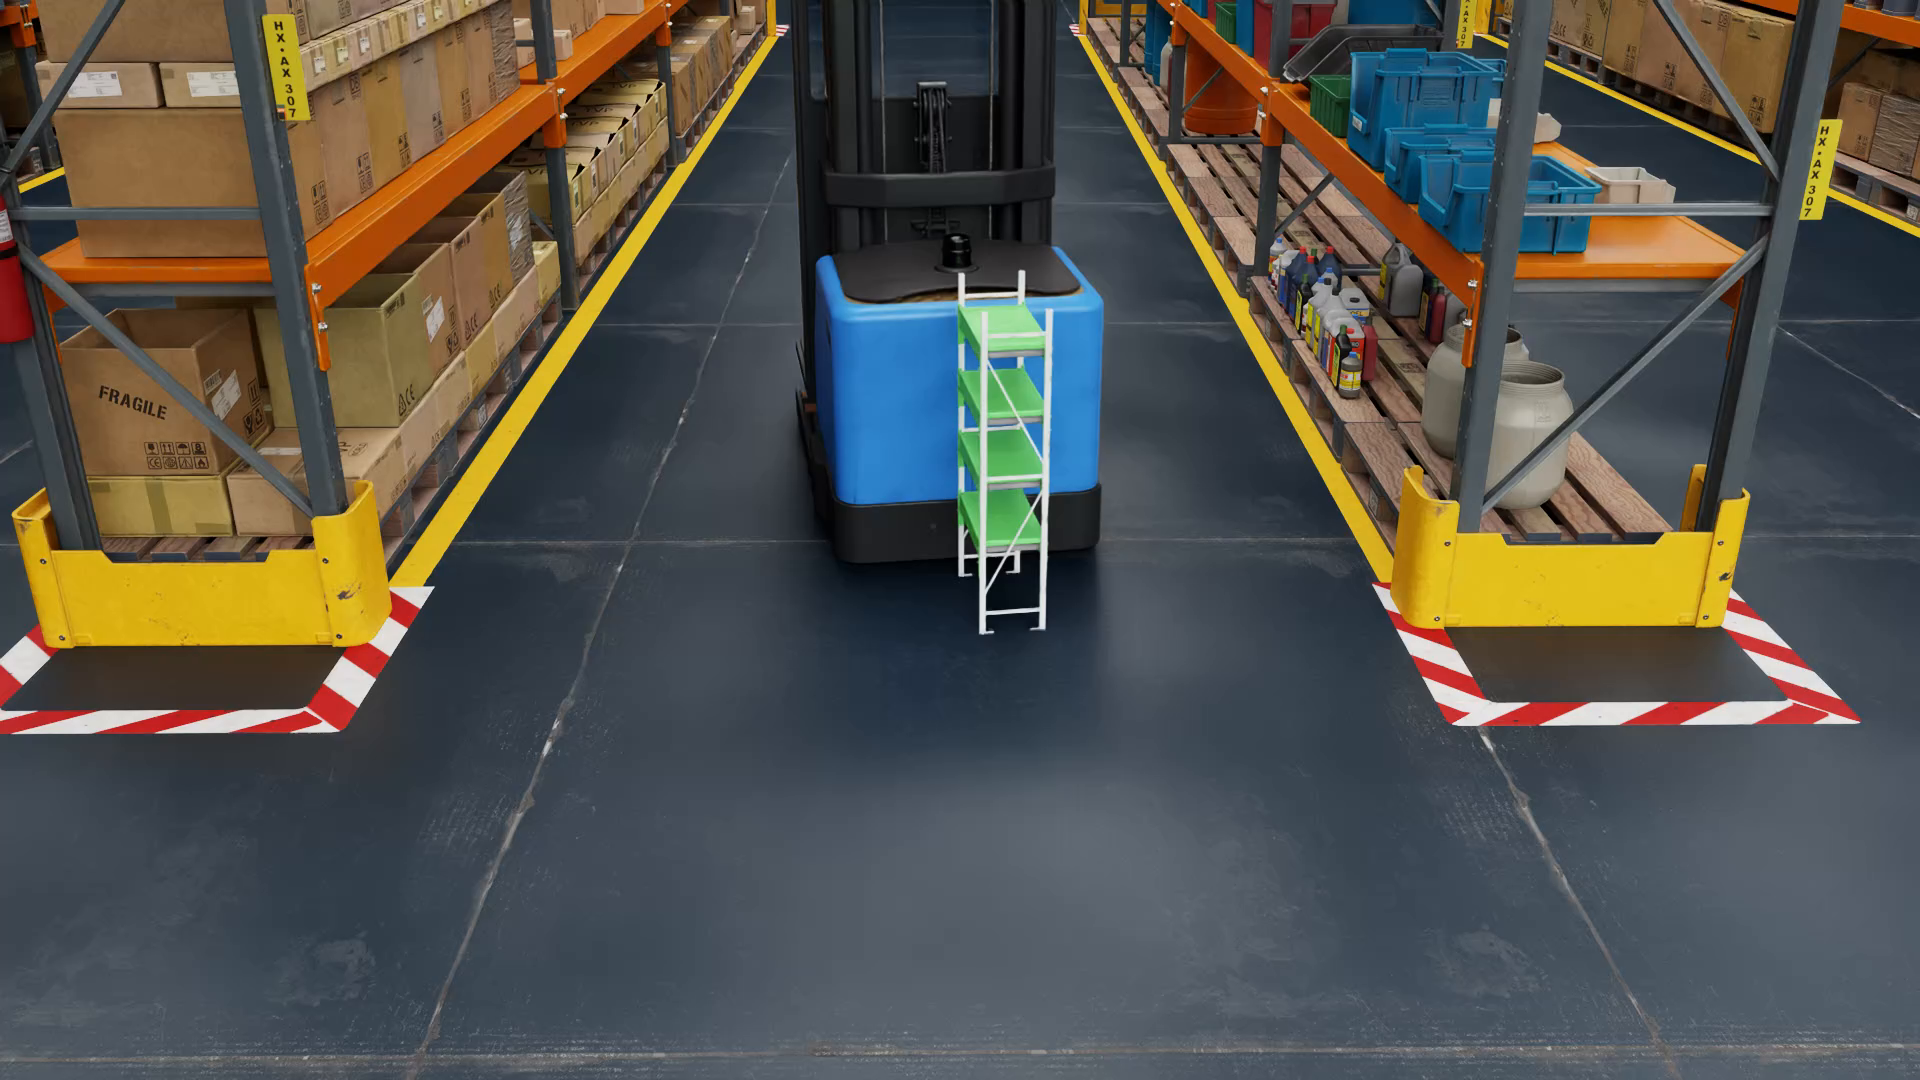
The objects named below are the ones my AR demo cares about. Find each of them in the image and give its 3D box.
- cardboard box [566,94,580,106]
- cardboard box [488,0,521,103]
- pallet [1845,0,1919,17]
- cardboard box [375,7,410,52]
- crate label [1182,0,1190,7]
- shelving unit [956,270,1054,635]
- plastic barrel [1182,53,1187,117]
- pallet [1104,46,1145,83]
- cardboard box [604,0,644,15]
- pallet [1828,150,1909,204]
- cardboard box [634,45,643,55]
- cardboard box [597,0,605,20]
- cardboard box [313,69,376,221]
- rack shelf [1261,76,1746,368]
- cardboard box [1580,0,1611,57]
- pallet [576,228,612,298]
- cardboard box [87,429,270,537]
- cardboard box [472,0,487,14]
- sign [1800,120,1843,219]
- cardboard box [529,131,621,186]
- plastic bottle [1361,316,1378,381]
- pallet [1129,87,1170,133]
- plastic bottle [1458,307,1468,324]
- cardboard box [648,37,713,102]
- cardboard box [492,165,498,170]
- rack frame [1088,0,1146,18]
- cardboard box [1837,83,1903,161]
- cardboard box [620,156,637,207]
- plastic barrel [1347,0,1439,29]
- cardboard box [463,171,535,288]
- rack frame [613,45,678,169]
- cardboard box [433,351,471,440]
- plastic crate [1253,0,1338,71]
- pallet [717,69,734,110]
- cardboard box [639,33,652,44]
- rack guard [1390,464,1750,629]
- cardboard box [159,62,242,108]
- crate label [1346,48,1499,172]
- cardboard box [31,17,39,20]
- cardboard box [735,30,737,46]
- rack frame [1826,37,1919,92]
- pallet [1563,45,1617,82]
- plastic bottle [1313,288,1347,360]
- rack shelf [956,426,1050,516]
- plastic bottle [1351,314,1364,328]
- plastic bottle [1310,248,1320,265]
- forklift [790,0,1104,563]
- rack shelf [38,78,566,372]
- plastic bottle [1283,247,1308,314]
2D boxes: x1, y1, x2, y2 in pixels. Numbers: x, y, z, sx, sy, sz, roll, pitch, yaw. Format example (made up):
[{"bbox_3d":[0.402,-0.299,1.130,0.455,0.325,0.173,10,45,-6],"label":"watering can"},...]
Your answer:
[{"bbox_3d":[-3.052,-3.124,12.163,0.500,0.311,0.500,-1,24,-2],"label":"cardboard box"},{"bbox_3d":[-2.724,-2.578,8.688,0.700,0.500,0.500,-1,24,-2],"label":"cardboard box"},{"bbox_3d":[7.242,-4.025,12.243,1.213,0.211,1.003,0,24,-1],"label":"pallet"},{"bbox_3d":[-2.496,-2.101,6.847,0.380,0.149,0.250,-1,24,-1],"label":"cardboard box"},{"bbox_3d":[1.804,-4.132,12.450,0.303,0.233,0.416,0,24,-1],"label":"crate label"},{"bbox_3d":[0.151,-0.314,5.987,0.258,1.200,0.503,-4,25,-8],"label":"shelving unit"},{"bbox_3d":[2.057,-3.875,14.188,0.421,0.512,0.421,0,24,0],"label":"plastic barrel"},{"bbox_3d":[2.084,-5.064,17.691,1.003,0.211,1.213,0,24,-1],"label":"pallet"},{"bbox_3d":[-2.492,-3.879,11.992,0.380,0.149,0.250,0,24,-1],"label":"cardboard box"},{"bbox_3d":[7.134,-2.814,12.715,1.003,0.211,1.213,0,24,-1],"label":"pallet"},{"bbox_3d":[-3.029,-4.022,14.503,0.500,0.500,0.500,-1,24,-2],"label":"cardboard box"},{"bbox_3d":[-2.708,-3.723,11.647,0.380,0.149,0.250,2,24,3],"label":"cardboard box"},{"bbox_3d":[-2.694,-1.521,6.351,0.700,0.500,0.500,0,24,1],"label":"cardboard box"},{"bbox_3d":[2.240,-1.584,7.484,1.077,0.370,4.000,0,24,-1],"label":"rack shelf"},{"bbox_3d":[7.156,-5.550,17.450,0.875,0.875,0.875,0,24,-1],"label":"cardboard box"},{"bbox_3d":[-2.782,-1.748,10.358,1.003,0.211,1.213,0,24,-1],"label":"pallet"},{"bbox_3d":[-2.993,-0.225,6.434,0.500,0.250,0.500,0,24,-1],"label":"cardboard box"},{"bbox_3d":[-2.508,-2.627,8.010,0.380,0.149,0.250,0,24,-1],"label":"cardboard box"},{"bbox_3d":[2.812,-1.214,5.459,0.100,0.325,0.005,0,24,-1],"label":"sign"},{"bbox_3d":[-2.497,-2.500,10.784,0.500,0.311,0.500,-1,24,-2],"label":"cardboard box"},{"bbox_3d":[1.935,-0.910,7.884,0.061,0.283,0.133,0,24,-1],"label":"plastic bottle"},{"bbox_3d":[2.114,-3.939,15.204,1.003,0.211,1.213,0,24,-1],"label":"pallet"},{"bbox_3d":[2.546,-1.069,8.336,0.097,0.201,0.097,0,24,0],"label":"plastic bottle"},{"bbox_3d":[-2.520,-4.251,15.008,0.500,0.500,0.500,-1,24,-2],"label":"cardboard box"},{"bbox_3d":[-3.026,-2.074,9.843,0.500,0.311,0.500,0,24,-1],"label":"cardboard box"},{"bbox_3d":[2.087,-7.680,20.092,1.000,3.000,0.127,0,24,-1],"label":"rack frame"},{"bbox_3d":[7.155,-3.192,12.666,0.700,0.500,0.500,-2,24,-3],"label":"cardboard box"},{"bbox_3d":[-2.509,-2.454,11.364,0.500,0.250,0.500,0,24,0],"label":"cardboard box"},{"bbox_3d":[2.517,-3.125,9.410,0.600,0.901,0.708,0,24,-1],"label":"plastic barrel"},{"bbox_3d":[-2.518,-1.599,8.562,0.500,0.500,0.500,0,24,-1],"label":"cardboard box"},{"bbox_3d":[-2.779,-4.363,12.757,1.000,3.000,0.127,0,24,-1],"label":"rack frame"},{"bbox_3d":[-2.489,-0.639,7.350,0.500,0.250,0.500,0,24,-1],"label":"cardboard box"},{"bbox_3d":[1.907,-2.963,9.583,0.402,0.464,0.583,0,24,-1],"label":"plastic crate"},{"bbox_3d":[-2.776,-4.406,16.235,1.003,0.211,1.213,0,24,-1],"label":"pallet"},{"bbox_3d":[-3.044,-4.595,14.860,0.500,0.250,0.500,-1,24,-2],"label":"cardboard box"},{"bbox_3d":[2.214,0.021,6.098,1.175,0.500,0.348,0,24,-1],"label":"rack guard"},{"bbox_3d":[-2.480,-1.570,5.674,0.380,0.149,0.250,0,24,-1],"label":"cardboard box"},{"bbox_3d":[1.971,-1.861,7.181,0.502,0.435,0.616,0,24,-1],"label":"crate label"},{"bbox_3d":[-7.612,-4.216,14.530,0.750,0.750,0.750,0,24,-1],"label":"cardboard box"},{"bbox_3d":[-2.630,-5.451,18.067,0.380,0.166,0.250,0,24,-1],"label":"cardboard box"},{"bbox_3d":[7.127,-4.406,12.852,1.000,3.000,0.127,0,24,-1],"label":"rack frame"},{"bbox_3d":[7.154,-5.097,17.765,1.003,0.211,1.213,0,24,-1],"label":"pallet"},{"bbox_3d":[1.821,-1.065,8.145,0.144,0.351,0.185,1,24,2],"label":"plastic bottle"},{"bbox_3d":[0.151,-0.255,6.014,0.258,0.148,0.480,-4,25,-8],"label":"rack shelf"},{"bbox_3d":[1.941,-1.016,8.217,0.097,0.201,0.097,0,24,0],"label":"plastic bottle"},{"bbox_3d":[1.921,-1.433,9.040,0.061,0.283,0.133,0,24,-1],"label":"plastic bottle"},{"bbox_3d":[-0.185,-1.823,7.224,1.130,2.935,3.031,-4,25,-8],"label":"forklift"},{"bbox_3d":[-2.713,-1.563,7.439,1.077,0.370,4.000,0,24,-1],"label":"rack shelf"},{"bbox_3d":[1.812,-1.395,8.874,0.144,0.351,0.185,0,24,1],"label":"plastic bottle"}]
